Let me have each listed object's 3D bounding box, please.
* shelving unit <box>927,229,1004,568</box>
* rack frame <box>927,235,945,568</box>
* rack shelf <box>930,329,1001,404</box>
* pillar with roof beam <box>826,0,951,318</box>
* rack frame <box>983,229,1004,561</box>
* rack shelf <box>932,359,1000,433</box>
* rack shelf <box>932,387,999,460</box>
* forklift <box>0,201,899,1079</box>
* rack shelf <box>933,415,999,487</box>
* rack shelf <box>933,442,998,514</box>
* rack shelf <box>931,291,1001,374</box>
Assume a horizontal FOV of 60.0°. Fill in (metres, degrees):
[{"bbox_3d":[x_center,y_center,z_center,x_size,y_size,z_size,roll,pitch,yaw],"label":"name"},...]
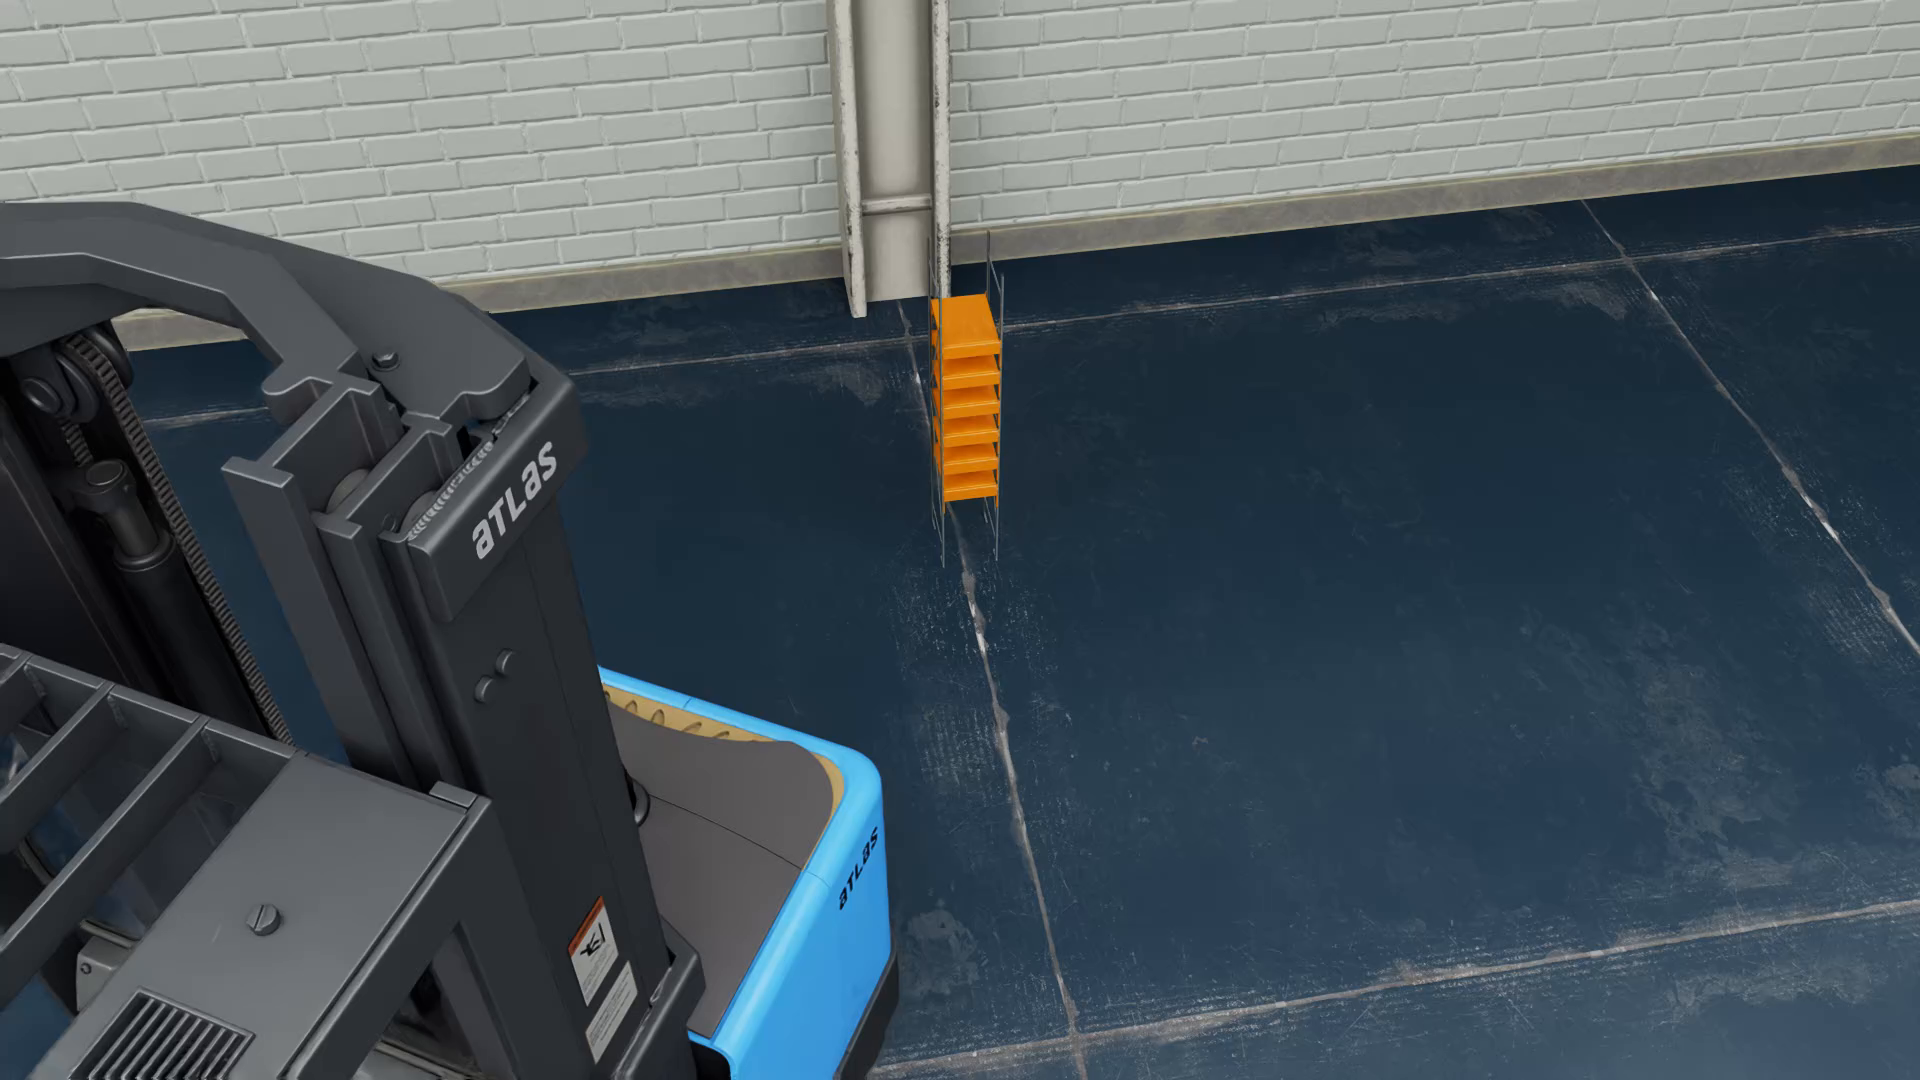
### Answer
[{"bbox_3d":[0.014,-0.418,5.320,0.189,1.200,0.258,-7,46,-7],"label":"shelving unit"},{"bbox_3d":[-0.076,-0.407,5.309,0.006,1.200,0.240,-7,46,-7],"label":"rack frame"},{"bbox_3d":[0.014,-0.554,5.179,0.180,0.103,0.258,-7,46,-7],"label":"rack shelf"},{"bbox_3d":[0.477,-1.083,0.545,0.400,9.000,9.100,-7,46,-7],"label":"pillar with roof beam"},{"bbox_3d":[0.104,-0.429,5.330,0.006,1.200,0.240,-7,46,-7],"label":"rack frame"},{"bbox_3d":[0.014,-0.471,5.265,0.180,0.103,0.258,-7,46,-7],"label":"rack shelf"},{"bbox_3d":[0.014,-0.387,5.352,0.180,0.103,0.258,-7,46,-7],"label":"rack shelf"},{"bbox_3d":[-1.177,1.085,2.669,1.130,2.935,3.031,16,48,15],"label":"forklift"},{"bbox_3d":[0.014,-0.304,5.438,0.180,0.103,0.258,-7,46,-7],"label":"rack shelf"},{"bbox_3d":[0.014,-0.221,5.524,0.180,0.103,0.258,-7,46,-7],"label":"rack shelf"},{"bbox_3d":[0.014,-0.637,5.092,0.180,0.103,0.258,-7,46,-7],"label":"rack shelf"}]
